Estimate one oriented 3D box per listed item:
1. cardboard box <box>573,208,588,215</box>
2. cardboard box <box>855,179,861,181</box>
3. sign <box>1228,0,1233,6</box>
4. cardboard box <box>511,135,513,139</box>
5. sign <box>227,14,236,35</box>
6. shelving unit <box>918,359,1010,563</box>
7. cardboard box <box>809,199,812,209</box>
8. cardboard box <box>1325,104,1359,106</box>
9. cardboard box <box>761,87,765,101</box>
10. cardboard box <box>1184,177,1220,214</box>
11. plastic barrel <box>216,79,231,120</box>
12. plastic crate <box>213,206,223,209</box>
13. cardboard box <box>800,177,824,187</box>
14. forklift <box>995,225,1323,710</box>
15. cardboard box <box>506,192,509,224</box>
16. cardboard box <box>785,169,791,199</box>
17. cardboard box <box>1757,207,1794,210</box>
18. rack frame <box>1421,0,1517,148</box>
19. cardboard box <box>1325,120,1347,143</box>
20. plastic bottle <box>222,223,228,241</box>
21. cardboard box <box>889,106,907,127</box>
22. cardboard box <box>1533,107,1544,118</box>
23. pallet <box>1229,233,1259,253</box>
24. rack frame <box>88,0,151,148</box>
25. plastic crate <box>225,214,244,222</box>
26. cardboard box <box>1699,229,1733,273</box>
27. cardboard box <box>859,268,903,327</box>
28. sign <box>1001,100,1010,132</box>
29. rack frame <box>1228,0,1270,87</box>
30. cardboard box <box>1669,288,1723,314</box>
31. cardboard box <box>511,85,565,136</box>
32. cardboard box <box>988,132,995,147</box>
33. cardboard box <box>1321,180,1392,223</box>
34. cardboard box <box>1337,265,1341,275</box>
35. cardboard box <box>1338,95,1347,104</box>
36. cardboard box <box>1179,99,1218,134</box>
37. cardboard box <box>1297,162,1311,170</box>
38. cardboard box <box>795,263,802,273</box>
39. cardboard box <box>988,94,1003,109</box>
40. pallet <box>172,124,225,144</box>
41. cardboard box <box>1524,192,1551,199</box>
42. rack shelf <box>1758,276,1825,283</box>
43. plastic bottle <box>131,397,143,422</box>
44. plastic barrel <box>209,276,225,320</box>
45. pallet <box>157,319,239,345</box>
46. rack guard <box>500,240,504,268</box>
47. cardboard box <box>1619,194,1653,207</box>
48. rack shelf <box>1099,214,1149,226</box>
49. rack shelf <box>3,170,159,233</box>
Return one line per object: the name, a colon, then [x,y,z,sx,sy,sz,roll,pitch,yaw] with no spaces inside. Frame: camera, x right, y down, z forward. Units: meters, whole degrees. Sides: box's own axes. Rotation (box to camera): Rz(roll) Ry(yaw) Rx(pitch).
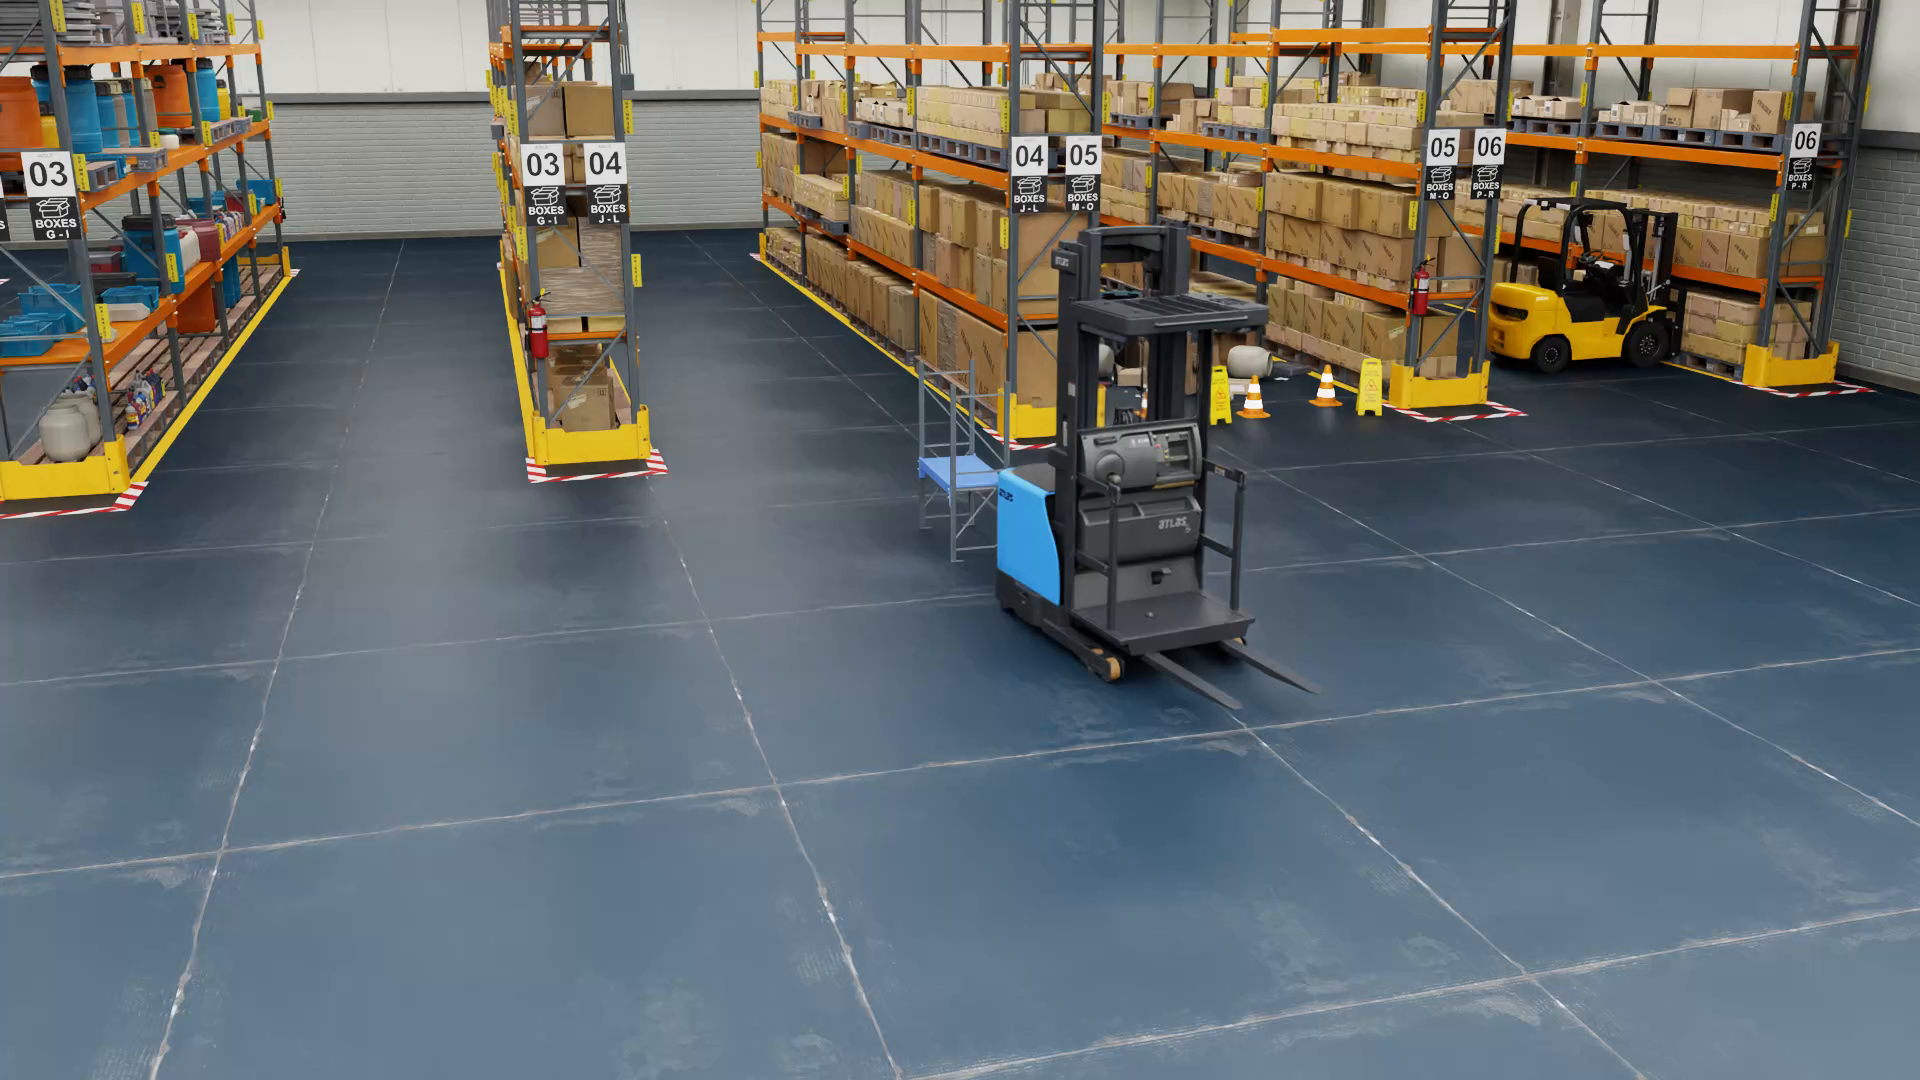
cardboard box: [-3.816,-3.249,17.625,0.500,0.500,0.500,-5,17,-15]
cardboard box: [-1.642,-5.860,27.420,0.380,0.149,0.250,-6,18,-18]
sign: [5.585,-11.185,34.286,0.100,0.325,0.005,-5,17,-15]
cardboard box: [-5.102,-4.815,19.621,0.380,0.149,0.250,-5,17,-17]
sign: [-11.327,-8.011,25.842,0.100,0.325,0.005,-5,17,-15]
shelving unit: [0.023,-0.695,14.158,0.538,1.500,1.048,-5,17,-15]
cardboard box: [-2.267,-5.525,27.339,0.380,0.149,0.250,-5,17,-16]
cardboard box: [5.075,-5.719,22.114,0.380,0.149,0.250,-5,17,-17]
cardboard box: [-3.523,-8.517,31.768,0.500,0.250,0.500,-4,17,-14]
cardboard box: [3.737,-5.222,25.203,0.500,0.500,0.500,-4,17,-14]
plastic barrel: [-11.410,-6.686,25.226,0.600,0.588,0.600,0,17,0]
plastic crate: [-12.624,-5.555,28.086,0.293,0.136,0.466,-5,17,-15]
cardboard box: [-2.481,-6.023,27.963,0.380,0.149,0.250,-5,17,-15]
forklift: [4.534,-3.468,20.903,15.389,2.935,18.483,-8,18,-24]
cardboard box: [-7.069,-5.348,26.869,0.500,0.500,0.500,-5,17,-15]
cardboard box: [-2.843,-6.396,29.841,0.500,0.500,0.500,-5,17,-17]
cardboard box: [10.491,-4.202,21.408,0.380,0.149,0.250,-4,17,-14]
rack frame: [5.732,-5.924,18.531,1.000,3.000,0.127,-5,17,-15]
cardboard box: [4.907,-5.100,20.746,0.500,0.250,0.500,-5,17,-15]
plastic bottle: [-10.946,-4.558,24.627,0.152,0.276,0.135,-5,17,-15]
cardboard box: [-0.649,-5.676,22.276,0.500,0.250,0.500,-5,17,-16]
cardboard box: [8.810,-6.396,24.850,0.380,0.149,0.250,-5,17,-15]
pallet: [4.563,-4.288,23.847,1.003,0.211,1.213,-5,17,-15]
rack frame: [-9.658,-5.855,18.302,1.000,3.000,0.127,-5,17,-15]
plastic crate: [-11.847,-5.237,27.028,0.396,0.136,0.243,-5,17,-15]
cardboard box: [9.982,-3.752,21.554,0.500,0.500,0.500,-4,17,-14]
cardboard box: [-0.874,-3.551,24.239,1.050,0.750,0.750,-4,17,-14]
sign: [0.475,-4.415,17.321,0.100,0.325,0.005,-5,17,-15]
rack frame: [6.107,-10.743,34.574,1.000,3.000,0.127,-5,17,-15]
cardboard box: [9.783,-3.190,22.168,0.500,0.250,0.500,-4,17,-15]
cardboard box: [-4.465,-4.542,17.586,0.500,0.500,0.500,-5,17,-15]
cardboard box: [0.515,-4.332,17.977,0.380,0.149,0.250,-5,17,-15]
cardboard box: [5.007,-4.266,21.012,0.700,0.500,0.500,-5,17,-16]
cardboard box: [5.022,-3.441,21.131,0.380,0.149,0.250,-5,17,-15]
cardboard box: [7.095,-8.001,30.194,0.380,0.149,0.250,-4,17,-14]
cardboard box: [3.785,-6.485,25.439,0.700,0.500,0.500,-5,17,-15]
cardboard box: [7.053,-7.626,33.066,0.500,0.500,0.500,-5,17,-17]
cardboard box: [-2.733,-4.868,29.669,0.380,0.149,0.250,-4,17,-15]
cardboard box: [0.515,-4.714,17.864,0.380,0.149,0.250,-5,17,-15]
pallet: [-10.873,-5.654,23.175,1.003,0.211,1.213,-5,17,-15]
cardboard box: [8.792,-5.190,25.215,0.380,0.149,0.250,-5,18,-17]
rack shelf: [9.954,-3.781,22.611,0.919,0.052,3.809,-5,17,-15]
plastic bottle: [-8.851,-1.401,17.878,0.097,0.271,0.097,0,17,0]
plastic barrel: [-11.218,-3.581,24.621,0.600,0.588,0.708,-5,17,-15]
pallet: [-11.014,-2.968,23.965,1.003,0.211,1.213,-5,17,-15]
rack guard: [-8.200,-5.502,31.901,1.175,0.500,0.348,-5,17,-15]
cardboard box: [9.416,-4.726,23.151,0.380,0.149,0.250,-4,17,-14]
rack shelf: [2.984,-5.472,28.706,1.077,0.370,4.000,-5,17,-15]
rack shelf: [-9.108,-3.521,16.996,1.077,0.370,4.000,-5,17,-15]
